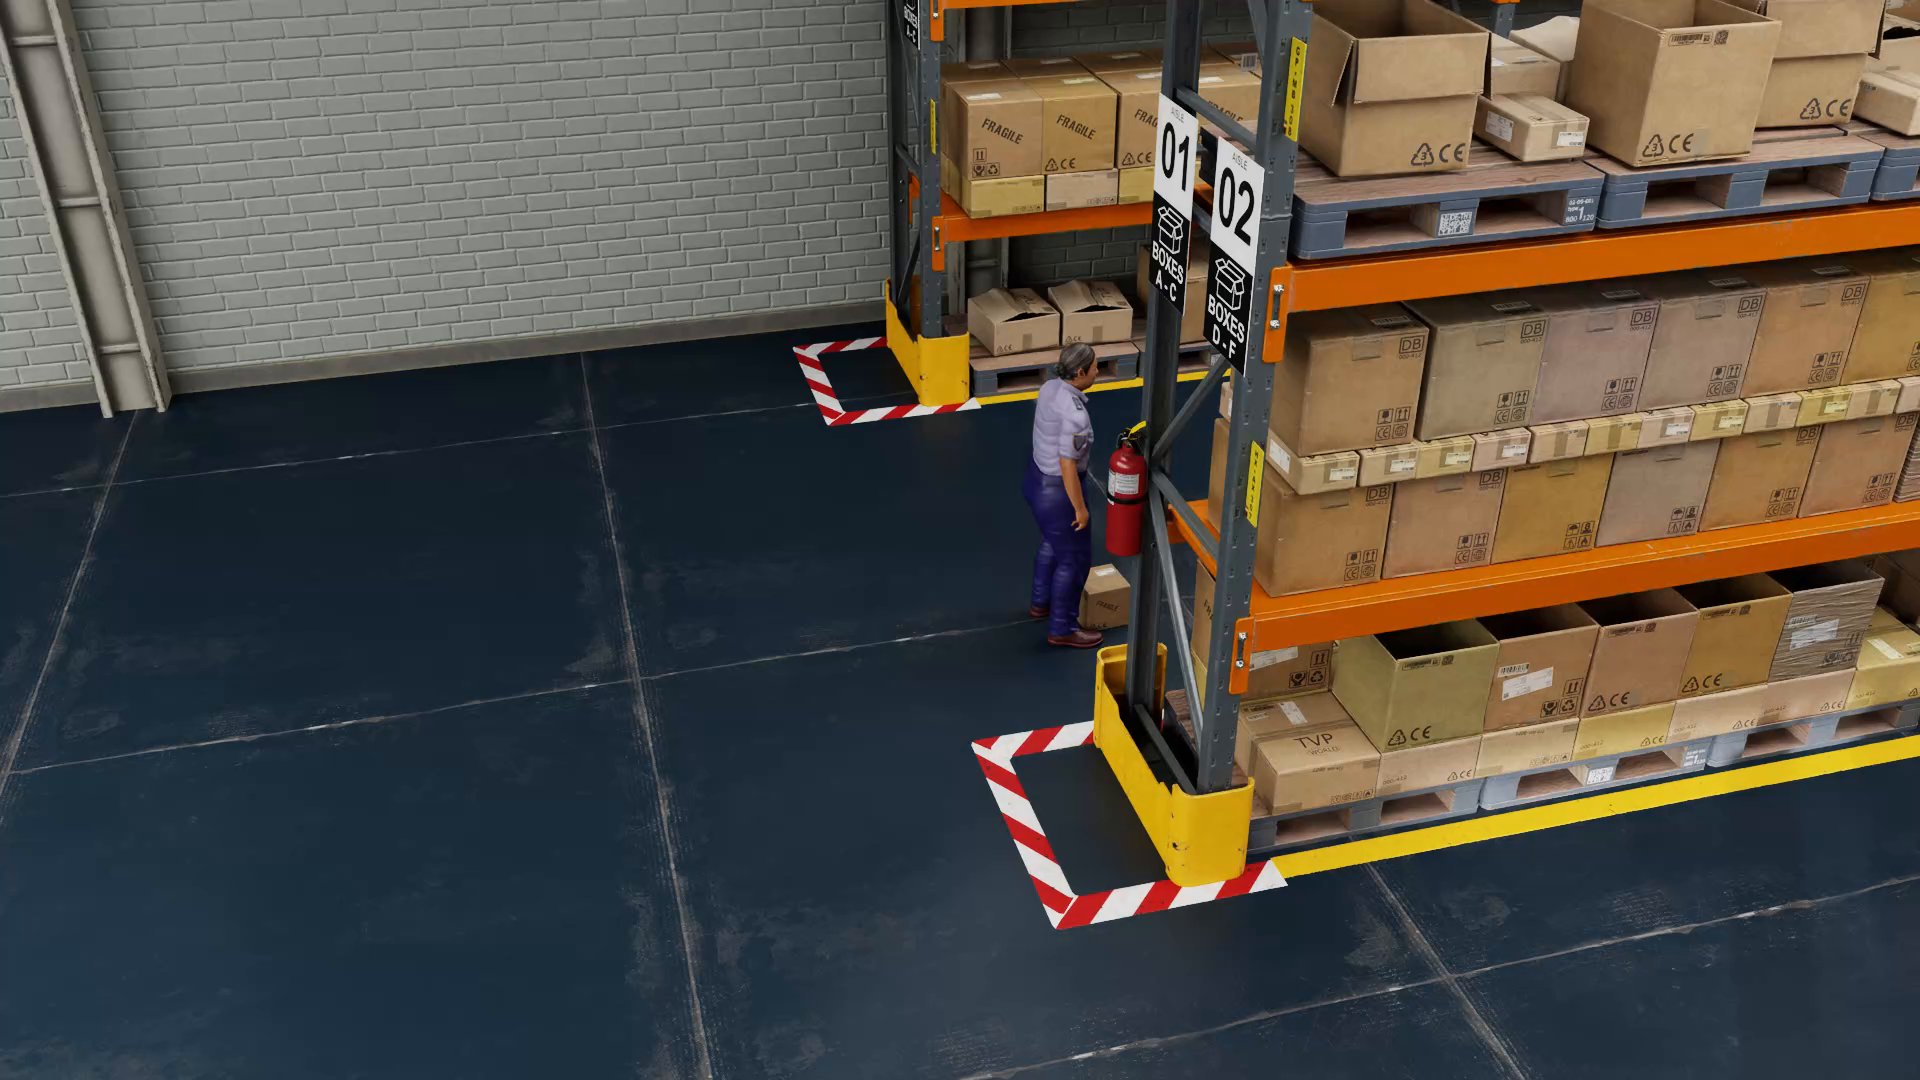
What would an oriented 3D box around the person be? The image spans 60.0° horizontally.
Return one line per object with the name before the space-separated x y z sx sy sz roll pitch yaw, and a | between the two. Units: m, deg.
person | 0.534 -0.249 8.665 0.374 1.651 0.537 -8 31 -13
